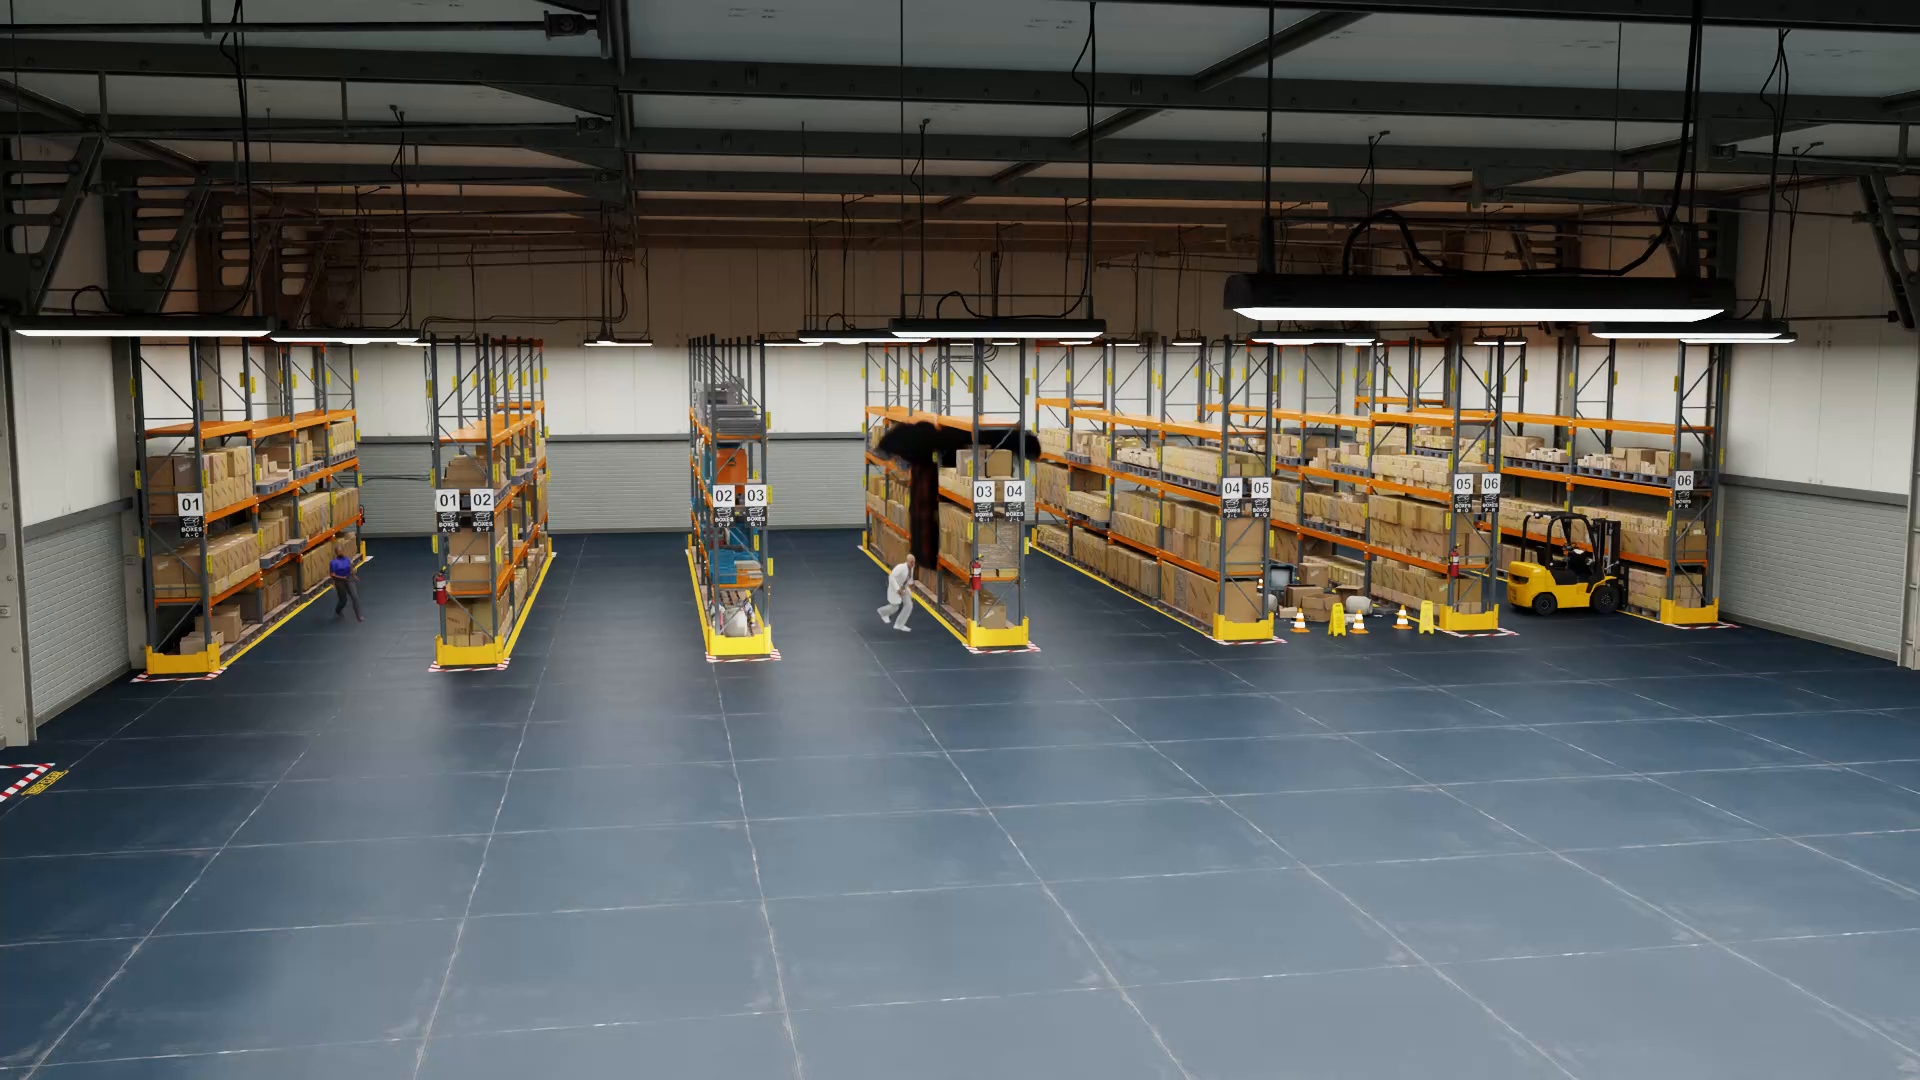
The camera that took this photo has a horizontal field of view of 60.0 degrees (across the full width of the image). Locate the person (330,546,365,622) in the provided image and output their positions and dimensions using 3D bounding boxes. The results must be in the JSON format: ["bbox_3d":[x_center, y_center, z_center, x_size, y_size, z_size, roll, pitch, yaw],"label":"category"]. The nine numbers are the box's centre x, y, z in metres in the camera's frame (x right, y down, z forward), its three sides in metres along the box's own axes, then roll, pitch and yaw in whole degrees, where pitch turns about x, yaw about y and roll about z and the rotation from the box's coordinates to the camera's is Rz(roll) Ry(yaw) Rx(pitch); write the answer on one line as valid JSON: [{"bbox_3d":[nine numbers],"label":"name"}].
[{"bbox_3d":[-12.884,0.907,34.800,0.946,1.592,0.640,6,9,40],"label":"person"}]

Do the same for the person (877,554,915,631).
[{"bbox_3d":[-1.306,1.035,33.520,1.123,1.581,0.709,6,9,44],"label":"person"}]

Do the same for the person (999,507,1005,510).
[{"bbox_3d":[1.201,-0.571,47.739,0.590,1.734,0.692,-1,7,-5],"label":"person"}]
